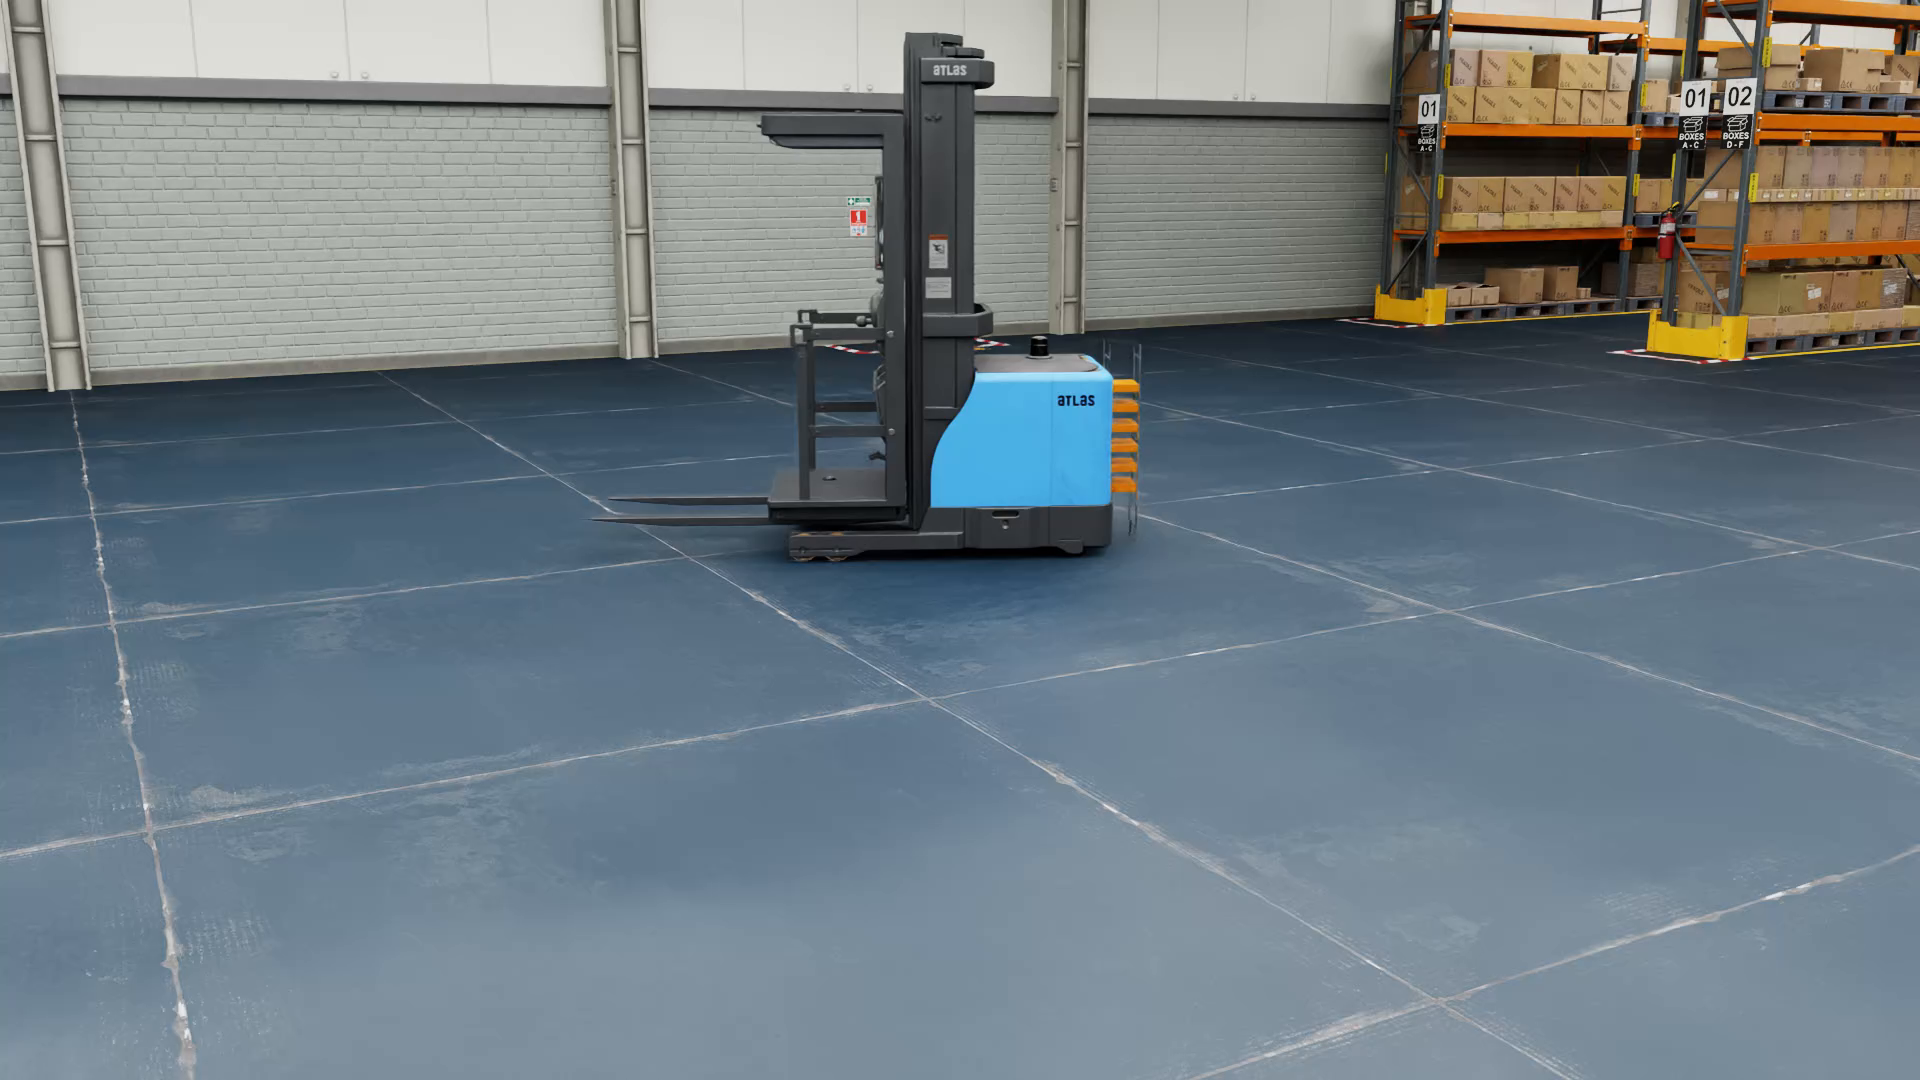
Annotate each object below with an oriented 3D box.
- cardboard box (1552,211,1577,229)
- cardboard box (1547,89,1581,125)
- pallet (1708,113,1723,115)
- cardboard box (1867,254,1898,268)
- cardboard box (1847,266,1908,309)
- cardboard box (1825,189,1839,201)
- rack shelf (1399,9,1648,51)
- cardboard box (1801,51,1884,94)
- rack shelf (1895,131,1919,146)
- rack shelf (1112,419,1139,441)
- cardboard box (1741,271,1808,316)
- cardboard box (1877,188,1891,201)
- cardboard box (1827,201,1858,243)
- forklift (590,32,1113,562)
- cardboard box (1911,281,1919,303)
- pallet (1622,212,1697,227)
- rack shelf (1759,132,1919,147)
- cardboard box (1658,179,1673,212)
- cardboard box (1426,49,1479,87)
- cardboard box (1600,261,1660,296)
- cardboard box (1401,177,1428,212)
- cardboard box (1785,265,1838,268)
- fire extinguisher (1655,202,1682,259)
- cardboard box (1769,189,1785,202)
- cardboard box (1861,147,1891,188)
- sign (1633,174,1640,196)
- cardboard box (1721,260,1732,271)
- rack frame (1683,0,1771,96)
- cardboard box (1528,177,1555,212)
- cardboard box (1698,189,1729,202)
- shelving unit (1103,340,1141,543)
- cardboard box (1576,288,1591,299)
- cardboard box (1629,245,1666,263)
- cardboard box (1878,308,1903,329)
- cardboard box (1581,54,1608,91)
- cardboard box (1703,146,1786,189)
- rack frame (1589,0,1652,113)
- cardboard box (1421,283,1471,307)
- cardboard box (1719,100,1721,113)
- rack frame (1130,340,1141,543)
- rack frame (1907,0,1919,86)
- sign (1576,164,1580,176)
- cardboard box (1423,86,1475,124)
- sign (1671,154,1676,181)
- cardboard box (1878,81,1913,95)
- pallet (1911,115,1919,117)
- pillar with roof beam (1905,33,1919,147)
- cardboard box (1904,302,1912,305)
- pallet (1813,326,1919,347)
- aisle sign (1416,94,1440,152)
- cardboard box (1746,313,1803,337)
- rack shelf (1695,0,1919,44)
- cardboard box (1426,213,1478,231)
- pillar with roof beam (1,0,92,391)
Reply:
[{"bbox_3d":[8.875,-4.806,24.927,0.500,0.250,0.500,-7,14,-28],"label":"cardboard box"},{"bbox_3d":[8.778,-6.389,24.561,0.500,0.500,0.500,-7,15,-30],"label":"cardboard box"},{"bbox_3d":[11.523,-6.610,26.244,1.003,0.211,1.213,-7,14,-28],"label":"pallet"},{"bbox_3d":[15.756,-4.894,28.964,0.750,0.750,0.750,-6,14,-26],"label":"cardboard box"},{"bbox_3d":[11.651,-3.218,21.174,0.500,0.500,0.500,-7,14,-28],"label":"cardboard box"},{"bbox_3d":[10.464,-4.210,20.279,0.250,0.149,0.380,-7,14,-29],"label":"cardboard box"},{"bbox_3d":[8.266,-7.448,24.354,4.000,0.370,1.077,-7,14,-28],"label":"rack shelf"},{"bbox_3d":[10.892,-5.768,20.564,0.637,0.503,0.797,-5,14,-22],"label":"cardboard box"},{"bbox_3d":[14.154,-5.453,22.312,4.000,0.370,1.077,-7,14,-28],"label":"rack shelf"},{"bbox_3d":[0.965,-0.667,9.996,0.180,0.103,0.258,-1,13,-3],"label":"rack shelf"},{"bbox_3d":[9.902,-3.005,20.227,0.500,0.500,0.500,-7,14,-28],"label":"cardboard box"},{"bbox_3d":[11.368,-4.318,20.761,0.250,0.149,0.380,-7,14,-28],"label":"cardboard box"},{"bbox_3d":[10.661,-3.968,20.680,0.500,0.500,0.700,-6,14,-26],"label":"cardboard box"},{"bbox_3d":[-0.646,-1.423,9.756,3.031,2.935,1.130,-1,13,-3],"label":"forklift"},{"bbox_3d":[12.880,-3.262,21.802,0.500,0.311,0.500,-7,14,-28],"label":"cardboard box"},{"bbox_3d":[10.762,-5.043,26.122,1.213,0.211,1.003,-7,14,-28],"label":"pallet"},{"bbox_3d":[15.288,-6.828,28.422,4.000,0.370,1.077,-7,14,-28],"label":"rack shelf"},{"bbox_3d":[10.978,-5.452,26.273,0.500,0.500,0.700,-5,14,-22],"label":"cardboard box"},{"bbox_3d":[6.965,-6.667,23.518,0.500,0.500,0.500,-8,15,-32],"label":"cardboard box"},{"bbox_3d":[10.659,-4.160,26.452,0.500,0.500,0.700,-6,14,-26],"label":"cardboard box"},{"bbox_3d":[6.822,-5.056,24.332,0.500,0.500,0.500,-7,14,-28],"label":"cardboard box"},{"bbox_3d":[10.963,-3.265,21.385,0.500,0.500,0.500,-7,14,-28],"label":"cardboard box"},{"bbox_3d":[8.561,-3.748,20.109,0.183,0.674,0.296,-7,14,-28],"label":"fire extinguisher"},{"bbox_3d":[9.565,-4.102,19.801,0.250,0.149,0.380,-7,15,-29],"label":"cardboard box"},{"bbox_3d":[11.129,-4.658,20.791,0.500,0.500,0.700,-7,14,-28],"label":"cardboard box"},{"bbox_3d":[10.288,-5.403,25.312,0.005,0.325,0.100,-7,14,-28],"label":"sign"},{"bbox_3d":[12.417,-4.382,27.442,0.500,0.500,0.700,-7,14,-28],"label":"cardboard box"},{"bbox_3d":[8.887,-6.636,19.099,0.127,3.000,1.000,-7,14,-28],"label":"rack frame"},{"bbox_3d":[8.416,-5.118,24.606,0.500,0.500,0.500,-6,14,-26],"label":"cardboard box"},{"bbox_3d":[9.131,-4.151,20.018,0.250,0.149,0.380,-7,15,-29],"label":"cardboard box"},{"bbox_3d":[0.965,-0.593,10.012,0.189,1.200,0.258,-1,13,-3],"label":"shelving unit"},{"bbox_3d":[9.566,-3.854,25.855,0.250,0.166,0.380,-9,16,-35],"label":"cardboard box"},{"bbox_3d":[11.044,-4.573,26.579,0.500,0.250,0.500,-7,15,-29],"label":"cardboard box"},{"bbox_3d":[11.652,-2.852,21.254,0.500,0.250,0.500,-7,14,-28],"label":"cardboard box"},{"bbox_3d":[9.233,-6.929,24.683,0.500,0.500,0.500,-6,14,-25],"label":"cardboard box"},{"bbox_3d":[9.350,-4.443,19.837,0.500,0.500,0.700,-7,14,-28],"label":"cardboard box"},{"bbox_3d":[10.021,-8.011,25.209,0.127,3.000,1.000,-7,14,-28],"label":"rack frame"},{"bbox_3d":[7.161,-3.622,24.491,0.500,0.311,0.500,-9,15,-34],"label":"cardboard box"},{"bbox_3d":[12.350,-6.910,26.868,0.637,0.503,0.797,-5,14,-20],"label":"cardboard box"},{"bbox_3d":[1.056,-0.594,10.017,0.006,1.200,0.240,-1,13,-3],"label":"rack frame"},{"bbox_3d":[17.043,-8.852,28.949,0.127,3.000,1.000,-7,14,-28],"label":"rack frame"},{"bbox_3d":[9.752,-5.755,26.214,0.005,0.325,0.100,-7,14,-28],"label":"sign"},{"bbox_3d":[6.924,-6.172,23.598,0.500,0.500,0.500,-6,14,-26],"label":"cardboard box"},{"bbox_3d":[8.639,-4.495,20.076,0.005,0.325,0.100,-7,14,-28],"label":"sign"},{"bbox_3d":[11.470,-5.564,20.467,0.250,0.149,0.380,-7,14,-28],"label":"cardboard box"},{"bbox_3d":[13.166,-5.595,21.743,1.217,0.209,0.805,-8,15,-30],"label":"pallet"},{"bbox_3d":[19.306,-8.263,26.330,0.400,9.000,9.100,-7,14,-28],"label":"pillar with roof beam"},{"bbox_3d":[12.623,-3.093,22.326,0.500,0.250,0.500,-7,14,-28],"label":"cardboard box"},{"bbox_3d":[11.680,-2.694,21.598,1.213,0.211,1.003,-7,14,-28],"label":"pallet"},{"bbox_3d":[6.591,-5.866,23.422,0.004,0.787,0.394,-7,14,-28],"label":"aisle sign"},{"bbox_3d":[9.902,-2.639,20.311,0.500,0.250,0.500,-7,14,-28],"label":"cardboard box"},{"bbox_3d":[10.643,-6.300,20.157,4.000,0.370,1.077,-7,14,-28],"label":"rack shelf"},{"bbox_3d":[7.091,-4.590,23.969,0.500,0.250,0.500,-7,15,-29],"label":"cardboard box"},{"bbox_3d":[-7.026,-5.107,12.307,0.400,9.000,9.100,-7,14,-28],"label":"pillar with roof beam"}]
